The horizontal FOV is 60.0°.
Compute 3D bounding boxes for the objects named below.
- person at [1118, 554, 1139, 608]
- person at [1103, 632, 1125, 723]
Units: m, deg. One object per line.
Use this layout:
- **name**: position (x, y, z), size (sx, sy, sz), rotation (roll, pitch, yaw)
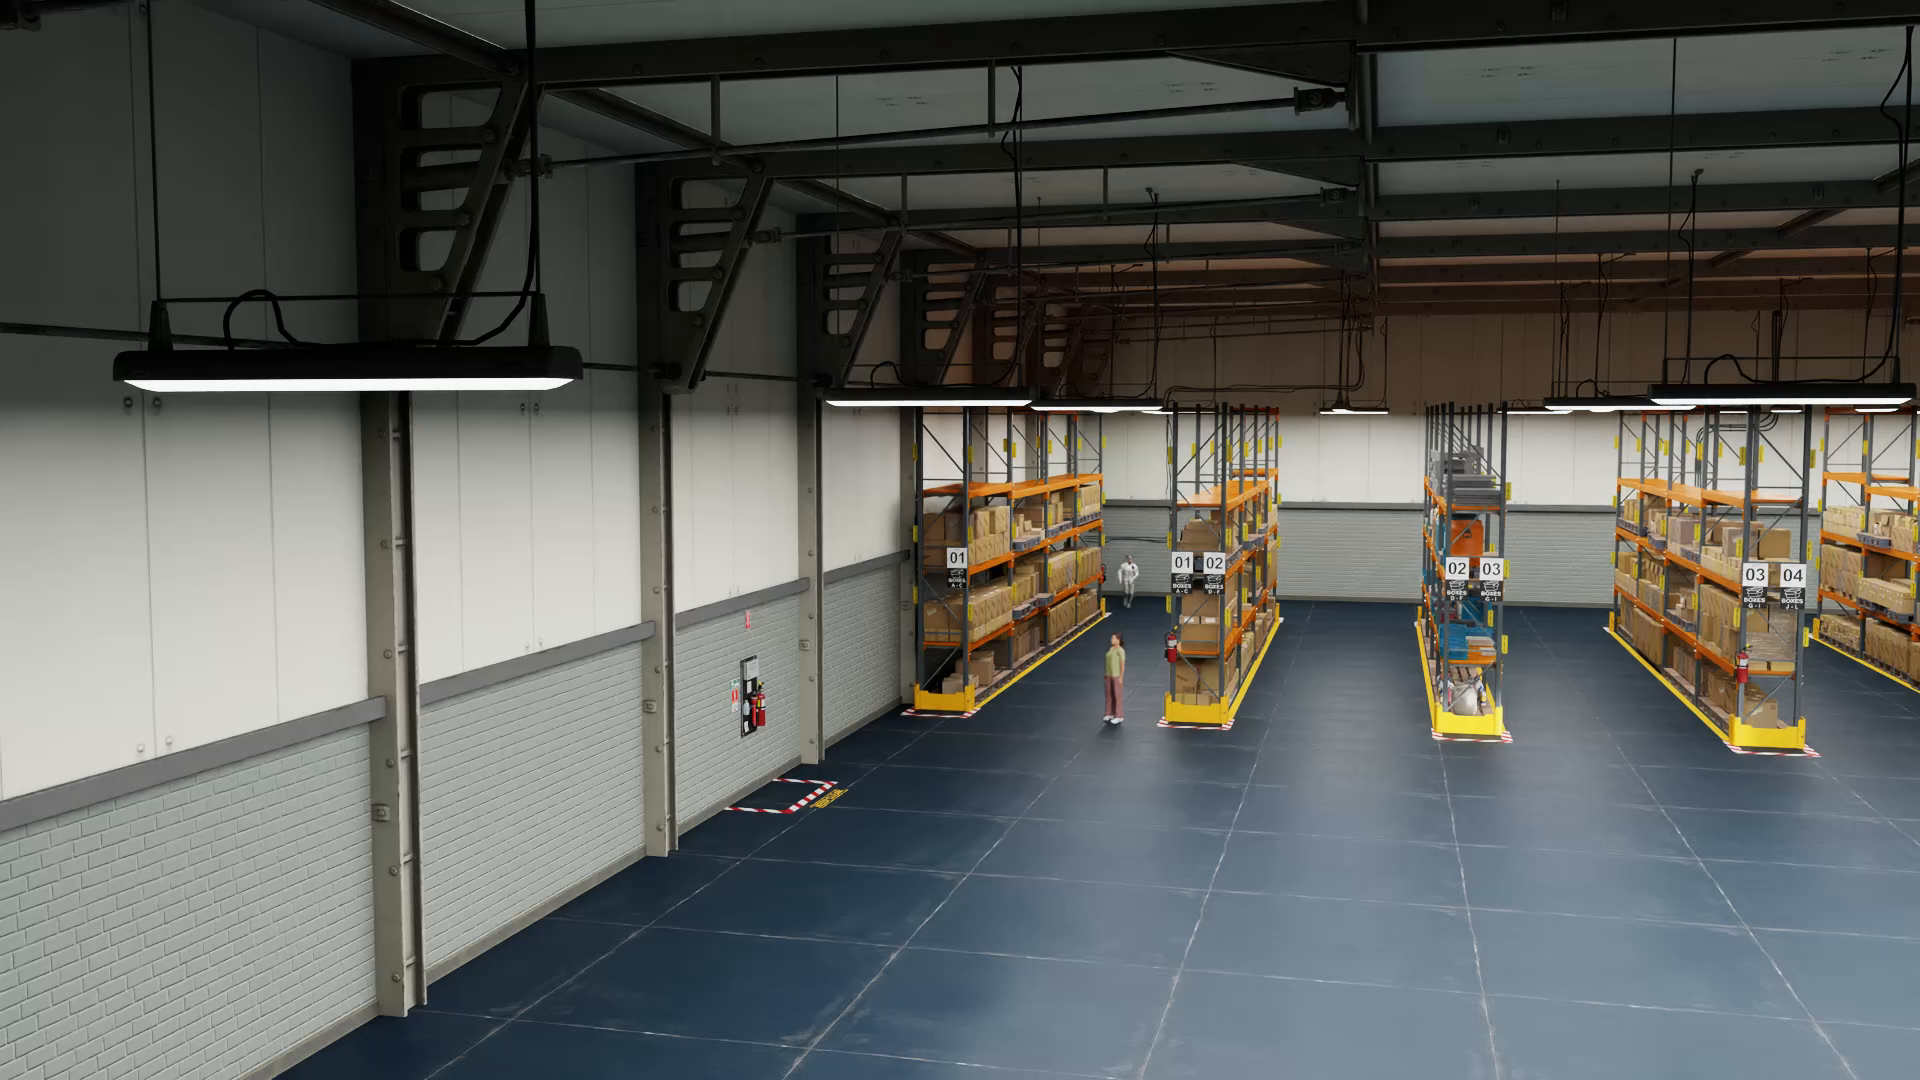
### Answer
- **person**: position (5.071, 1.234, 49.843), size (0.588, 1.625, 0.499), rotation (0, 4, -4)
- **person**: position (2.902, 2.573, 31.276), size (0.399, 1.673, 0.492), rotation (-3, 5, -33)
